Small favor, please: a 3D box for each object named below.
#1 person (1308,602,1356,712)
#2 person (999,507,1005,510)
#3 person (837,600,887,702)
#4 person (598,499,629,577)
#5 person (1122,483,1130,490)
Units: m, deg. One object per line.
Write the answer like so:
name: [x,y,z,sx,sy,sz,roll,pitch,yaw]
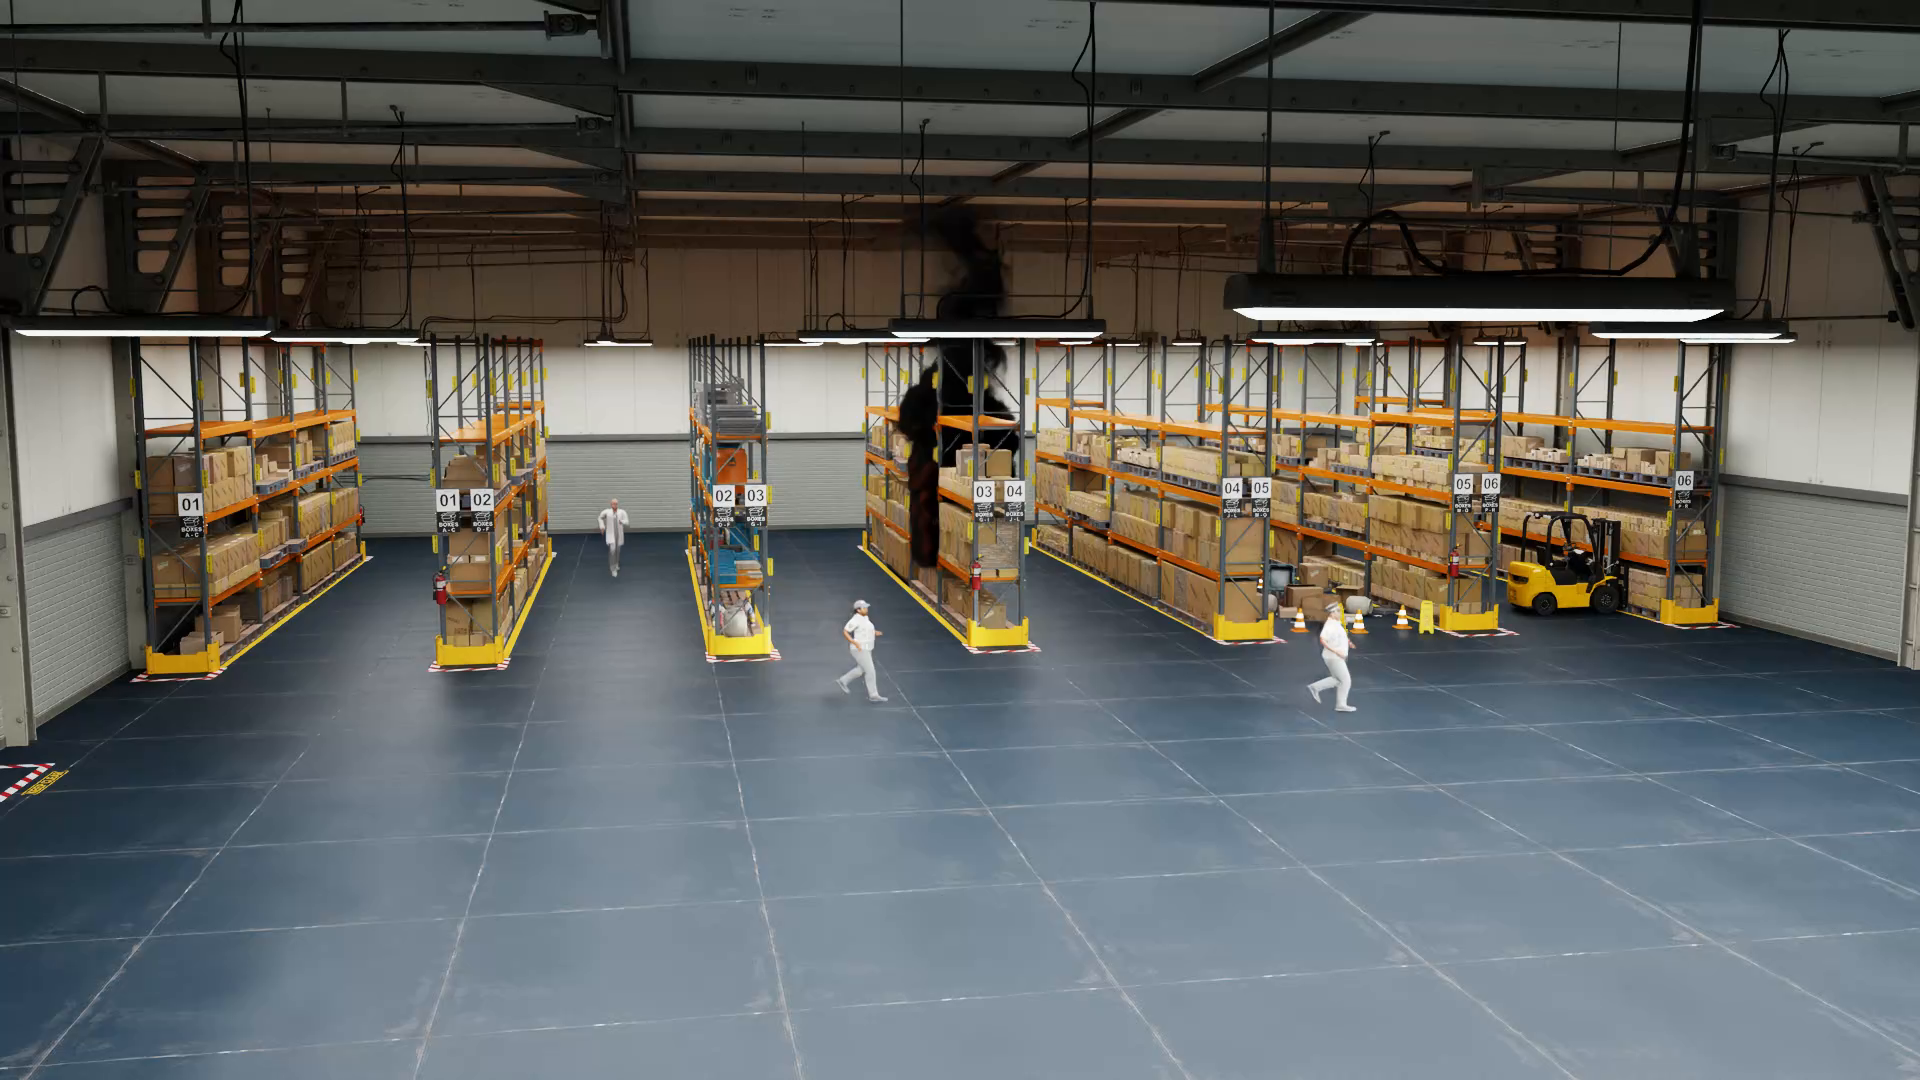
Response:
person: [5.911,1.838,26.384,0.780,1.740,0.671,2,7,20]
person: [1.077,-0.535,47.377,0.643,1.640,0.952,0,7,-3]
person: [-1.614,1.797,27.107,0.918,1.633,0.615,2,7,15]
person: [-8.489,-0.069,40.896,0.672,1.876,0.840,-3,7,-26]
person: [5.098,-0.893,50.438,0.935,1.715,0.623,-1,7,-9]
